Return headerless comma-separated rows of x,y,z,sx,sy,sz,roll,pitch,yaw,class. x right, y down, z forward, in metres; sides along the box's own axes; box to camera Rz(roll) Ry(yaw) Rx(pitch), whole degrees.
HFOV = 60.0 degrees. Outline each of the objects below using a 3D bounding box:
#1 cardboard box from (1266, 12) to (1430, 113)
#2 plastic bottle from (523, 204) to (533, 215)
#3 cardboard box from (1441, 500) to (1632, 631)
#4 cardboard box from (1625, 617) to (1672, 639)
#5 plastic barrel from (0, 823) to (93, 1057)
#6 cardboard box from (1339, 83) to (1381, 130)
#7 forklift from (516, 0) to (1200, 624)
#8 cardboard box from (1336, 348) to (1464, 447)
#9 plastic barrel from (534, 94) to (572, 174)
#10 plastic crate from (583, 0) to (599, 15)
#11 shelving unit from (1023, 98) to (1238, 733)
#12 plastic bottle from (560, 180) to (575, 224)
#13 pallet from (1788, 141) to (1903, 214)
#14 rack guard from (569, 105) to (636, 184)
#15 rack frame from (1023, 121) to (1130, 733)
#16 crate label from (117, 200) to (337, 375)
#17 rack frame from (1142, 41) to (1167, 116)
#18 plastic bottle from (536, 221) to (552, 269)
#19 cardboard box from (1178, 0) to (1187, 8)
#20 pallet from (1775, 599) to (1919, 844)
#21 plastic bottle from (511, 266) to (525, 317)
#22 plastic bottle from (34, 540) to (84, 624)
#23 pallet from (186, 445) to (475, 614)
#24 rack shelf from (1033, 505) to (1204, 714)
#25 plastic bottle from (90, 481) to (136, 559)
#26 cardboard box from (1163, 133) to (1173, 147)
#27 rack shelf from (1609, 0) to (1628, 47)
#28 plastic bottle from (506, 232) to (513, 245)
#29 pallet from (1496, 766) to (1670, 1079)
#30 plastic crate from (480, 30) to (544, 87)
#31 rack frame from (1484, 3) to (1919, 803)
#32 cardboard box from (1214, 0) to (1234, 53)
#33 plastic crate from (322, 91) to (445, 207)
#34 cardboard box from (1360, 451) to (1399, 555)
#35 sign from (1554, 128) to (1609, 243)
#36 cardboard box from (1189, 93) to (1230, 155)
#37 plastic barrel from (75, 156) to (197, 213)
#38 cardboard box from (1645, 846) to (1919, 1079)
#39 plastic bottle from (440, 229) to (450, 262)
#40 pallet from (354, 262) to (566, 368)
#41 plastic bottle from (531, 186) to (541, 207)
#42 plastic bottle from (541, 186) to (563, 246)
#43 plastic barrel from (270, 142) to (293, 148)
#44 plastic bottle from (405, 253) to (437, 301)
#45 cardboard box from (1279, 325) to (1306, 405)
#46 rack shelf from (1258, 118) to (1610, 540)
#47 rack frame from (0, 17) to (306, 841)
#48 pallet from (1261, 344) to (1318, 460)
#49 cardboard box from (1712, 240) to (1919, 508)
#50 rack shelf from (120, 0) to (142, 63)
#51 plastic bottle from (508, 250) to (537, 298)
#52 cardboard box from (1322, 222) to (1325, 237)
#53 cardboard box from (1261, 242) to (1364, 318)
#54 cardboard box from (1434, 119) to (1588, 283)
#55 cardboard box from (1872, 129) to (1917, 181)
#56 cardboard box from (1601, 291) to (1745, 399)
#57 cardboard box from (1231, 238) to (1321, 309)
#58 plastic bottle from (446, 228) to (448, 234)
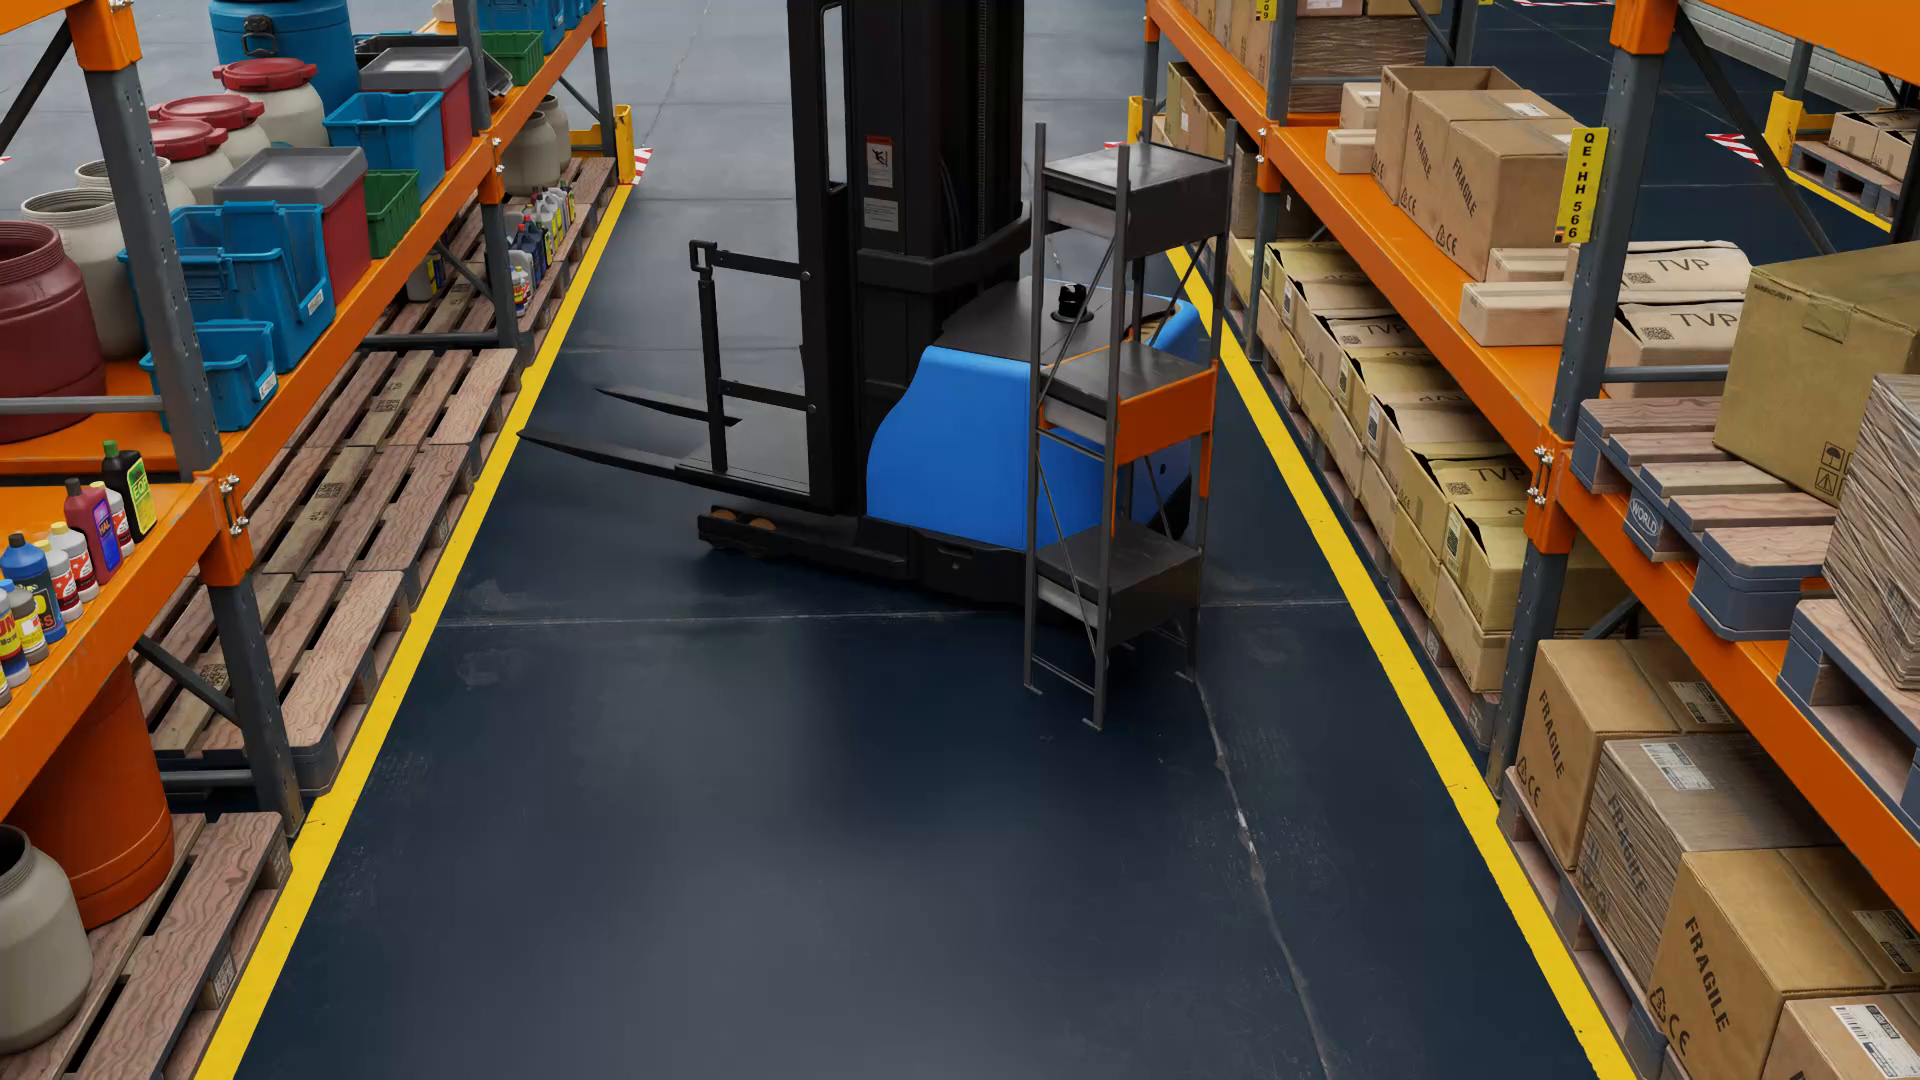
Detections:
2.052,-2.587,8.859,0.700,0.500,0.500,-2,28,-4,cardboard box
-2.671,-1.991,10.375,0.097,0.201,0.097,0,28,0,plastic bottle
2.017,0.058,5.809,0.500,0.311,0.500,-1,28,-1,cardboard box
2.557,0.293,5.964,0.500,0.250,0.500,-1,28,-3,cardboard box
-2.495,1.028,4.271,0.421,0.512,0.421,0,28,0,plastic barrel
2.151,-2.045,8.090,0.500,0.250,0.500,0,28,1,cardboard box
-0.559,-1.427,6.816,3.031,2.935,1.130,13,30,23,forklift
1.936,-0.647,7.160,0.500,0.311,0.500,-1,28,-1,cardboard box
-2.963,-2.848,11.704,0.421,0.512,0.421,0,28,0,plastic barrel
-2.749,-3.778,11.410,0.499,0.251,0.616,-1,28,-3,plastic crate
0.558,-0.390,5.726,0.503,2.100,0.431,-22,35,-35,shelving unit
-2.516,-2.167,10.623,0.061,0.283,0.133,-1,28,-1,plastic bottle
6.831,-2.659,12.120,1.003,0.211,1.213,-1,28,-3,pallet
-3.023,-2.925,12.318,1.175,0.500,0.348,-1,28,-3,rack guard
0.373,-0.316,5.585,0.015,2.100,0.400,-22,35,-35,rack frame
-2.438,-0.854,5.605,0.502,0.435,0.616,-1,28,-3,crate label
1.873,-4.185,12.031,1.000,3.000,0.127,-1,28,-3,rack frame
-2.470,-1.758,9.839,0.061,0.283,0.133,0,28,0,plastic bottle
1.885,-4.014,11.594,0.700,0.500,0.500,-1,28,-3,cardboard box
2.397,0.492,3.270,1.003,0.211,1.213,-1,28,-3,pallet
-2.444,-1.363,9.095,0.097,0.271,0.097,0,28,0,plastic bottle
-2.204,0.097,4.035,0.097,0.201,0.097,0,28,0,plastic bottle
-2.718,-0.057,7.132,1.003,0.211,1.213,-1,28,-3,pallet
0.558,0.243,6.056,0.480,0.518,0.431,-22,35,-35,rack shelf
-2.221,-0.055,4.326,0.097,0.201,0.097,0,28,0,plastic bottle
1.709,-2.669,11.642,0.500,0.250,0.500,-1,28,-3,cardboard box
2.186,-2.425,6.191,1.077,0.370,4.000,-1,28,-3,rack shelf
-2.621,-1.652,9.649,0.097,0.271,0.097,0,28,0,plastic bottle
2.292,1.091,4.929,1.003,0.211,1.213,-1,28,-3,pallet
-2.654,-2.760,9.527,0.450,0.188,0.662,-1,28,-3,plastic crate
2.291,-0.491,4.947,1.000,3.000,0.127,-1,28,-3,rack frame
1.968,-3.299,10.223,0.700,0.500,0.500,-1,28,-1,cardboard box
-2.497,-1.711,7.305,0.392,0.384,0.575,-1,28,-3,plastic crate
1.966,-0.165,6.842,0.500,0.250,0.500,-1,28,-1,cardboard box
1.737,-0.989,4.651,0.100,0.325,0.005,-1,28,-3,sign
1.754,-2.539,10.583,0.500,0.500,0.500,-1,28,-3,cardboard box
-2.945,-1.087,5.970,0.421,0.512,0.421,0,28,0,plastic barrel
2.083,1.113,4.100,0.500,0.500,0.500,-2,28,-3,cardboard box
-3.112,-1.817,9.952,0.061,0.283,0.133,-1,28,-3,plastic bottle
-2.858,-1.295,9.505,1.003,0.211,1.213,-1,28,-3,pallet
-2.661,-2.101,10.496,0.061,0.283,0.133,-1,28,-3,plastic bottle
-2.534,-1.993,10.216,0.144,0.351,0.185,0,28,-1,plastic bottle
-2.949,-1.544,7.116,0.301,0.262,0.301,0,28,0,plastic barrel
-3.042,-1.535,9.338,0.144,0.351,0.185,-1,28,-3,plastic bottle
1.881,-0.877,8.207,0.500,0.250,0.500,-1,28,-1,cardboard box
2.186,-1.095,6.885,1.077,0.370,4.000,-1,28,-3,rack shelf
-2.656,-0.373,4.721,1.000,3.000,0.127,-1,28,-3,rack frame
2.159,-0.762,8.483,1.003,0.211,1.213,-1,28,-3,pallet
2.436,-0.433,4.275,0.700,0.500,0.500,-11,29,-20,cardboard box
-2.761,-2.308,5.965,1.077,0.370,4.000,-1,28,-3,rack shelf
-2.488,-1.514,9.379,0.152,0.276,0.135,0,28,-1,plastic bottle
2.336,-2.090,9.722,0.500,0.500,0.500,-1,28,-3,cardboard box
1.855,-1.357,8.521,0.500,0.311,0.500,-1,28,-2,cardboard box
2.187,-1.310,6.409,0.500,0.500,0.500,-3,28,-5,cardboard box
6.796,-2.725,11.662,0.500,0.311,0.500,1,28,2,cardboard box
2.315,-0.620,5.292,0.500,0.311,0.500,0,28,1,cardboard box
1.839,-1.514,9.428,0.500,0.250,0.500,-1,28,-3,cardboard box
-3.272,-2.050,10.411,0.097,0.271,0.097,0,28,0,plastic bottle
